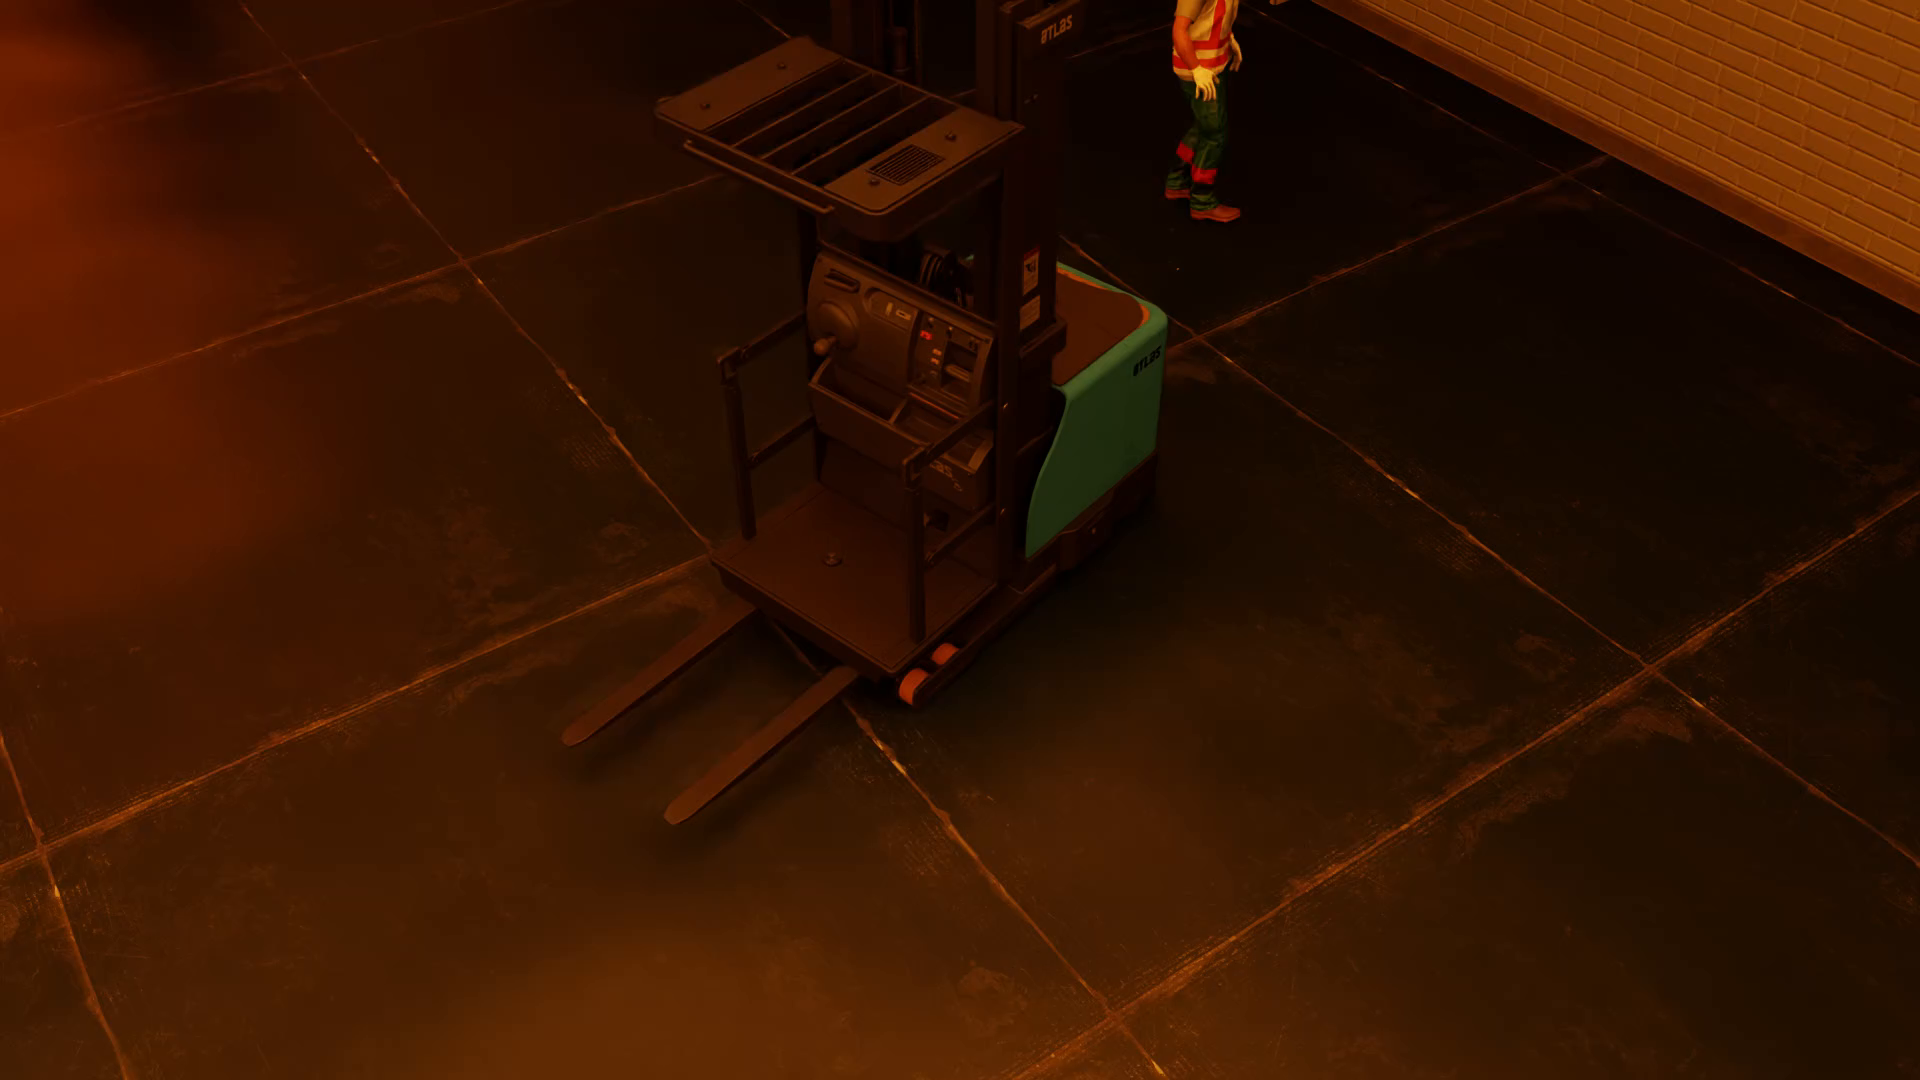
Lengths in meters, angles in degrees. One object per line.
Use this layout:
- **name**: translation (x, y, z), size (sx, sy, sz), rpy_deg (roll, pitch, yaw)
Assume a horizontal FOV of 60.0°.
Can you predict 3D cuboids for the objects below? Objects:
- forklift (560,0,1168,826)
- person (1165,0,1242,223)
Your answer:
- **forklift**: translation (-0.385, -0.753, 6.533), size (1.130, 2.935, 3.031), rpy_deg (30, 50, 28)
- **person**: translation (1.471, -2.699, 9.508), size (0.506, 1.761, 0.757), rpy_deg (10, 44, 11)
